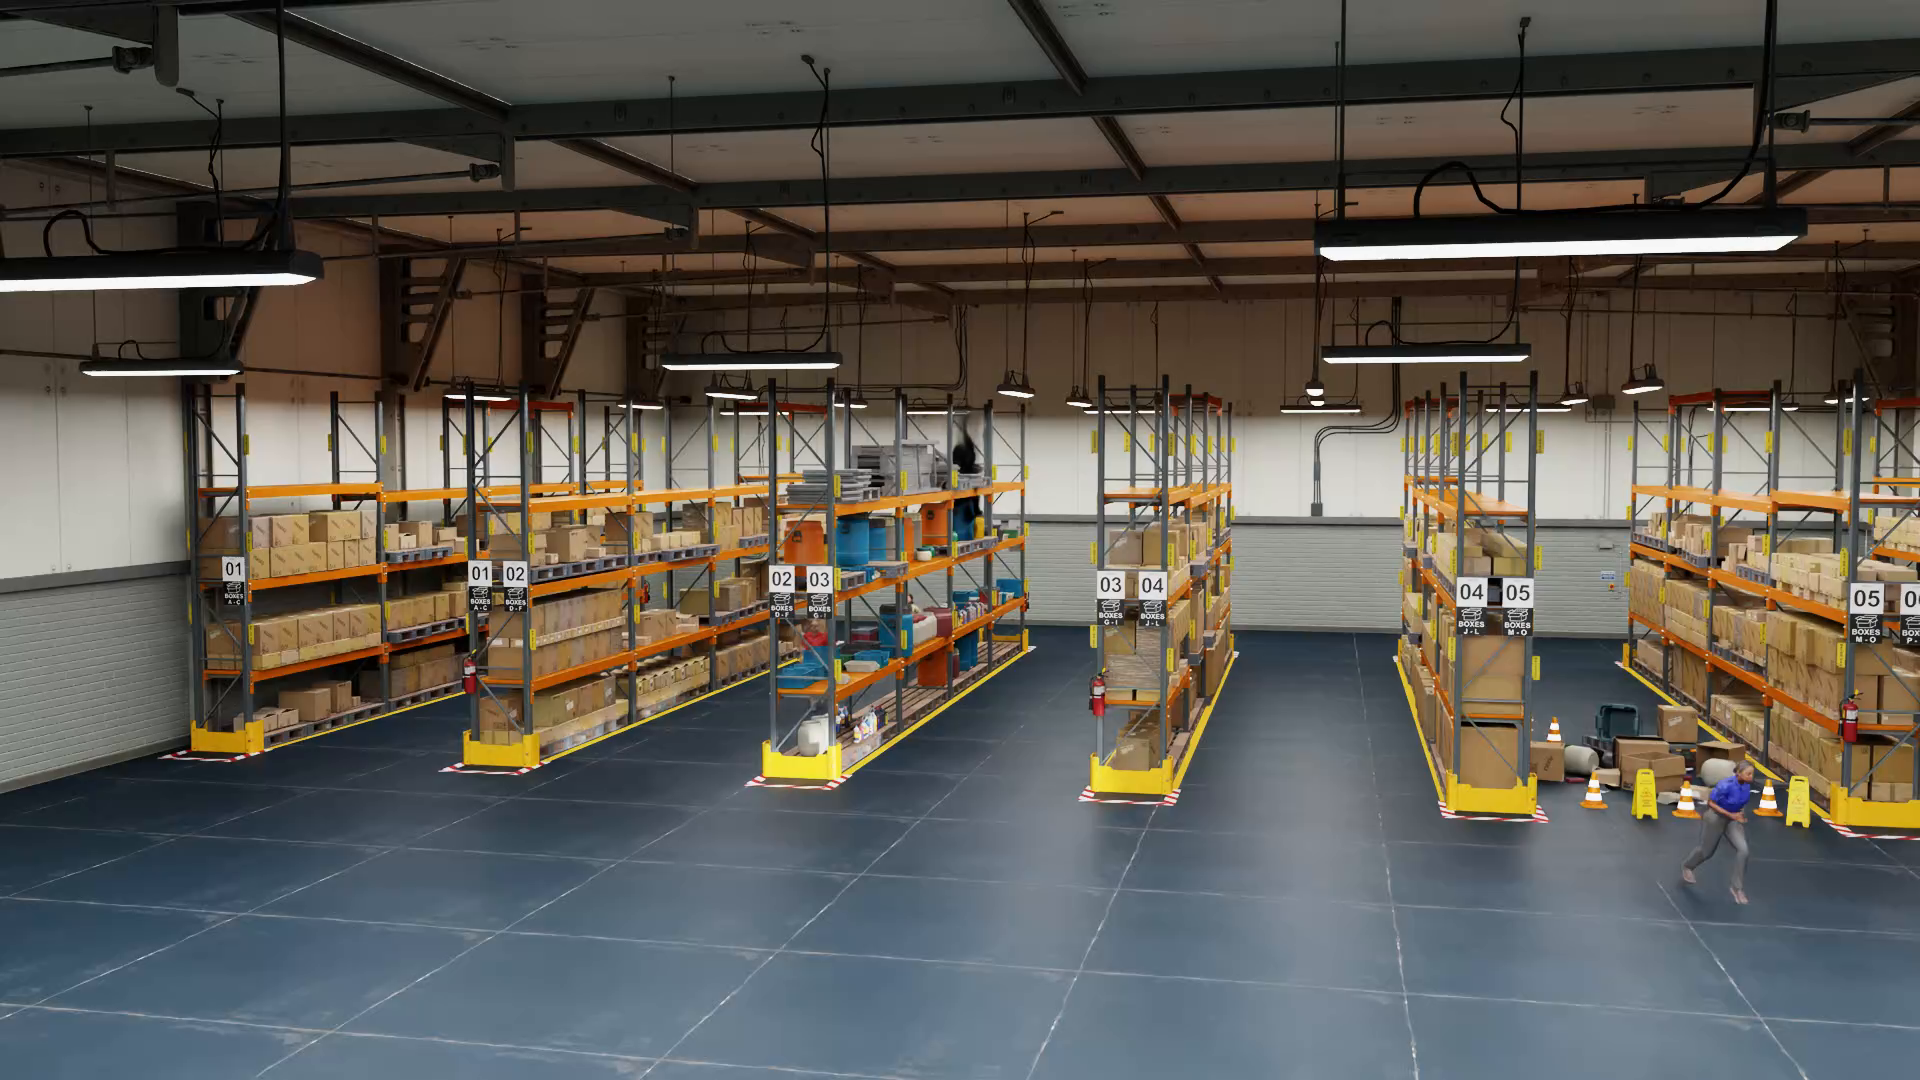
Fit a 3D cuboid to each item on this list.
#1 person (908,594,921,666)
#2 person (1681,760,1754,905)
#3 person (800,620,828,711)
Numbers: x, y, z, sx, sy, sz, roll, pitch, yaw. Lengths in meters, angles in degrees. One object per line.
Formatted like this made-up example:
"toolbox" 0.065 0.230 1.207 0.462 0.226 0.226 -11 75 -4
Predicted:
"person" -1.138 2.035 37.778 0.574 1.639 0.583 1 3 14
"person" 8.445 3.184 18.518 0.617 1.615 0.966 -1 4 -22
"person" -2.724 2.352 31.420 0.666 1.694 0.778 0 3 6
